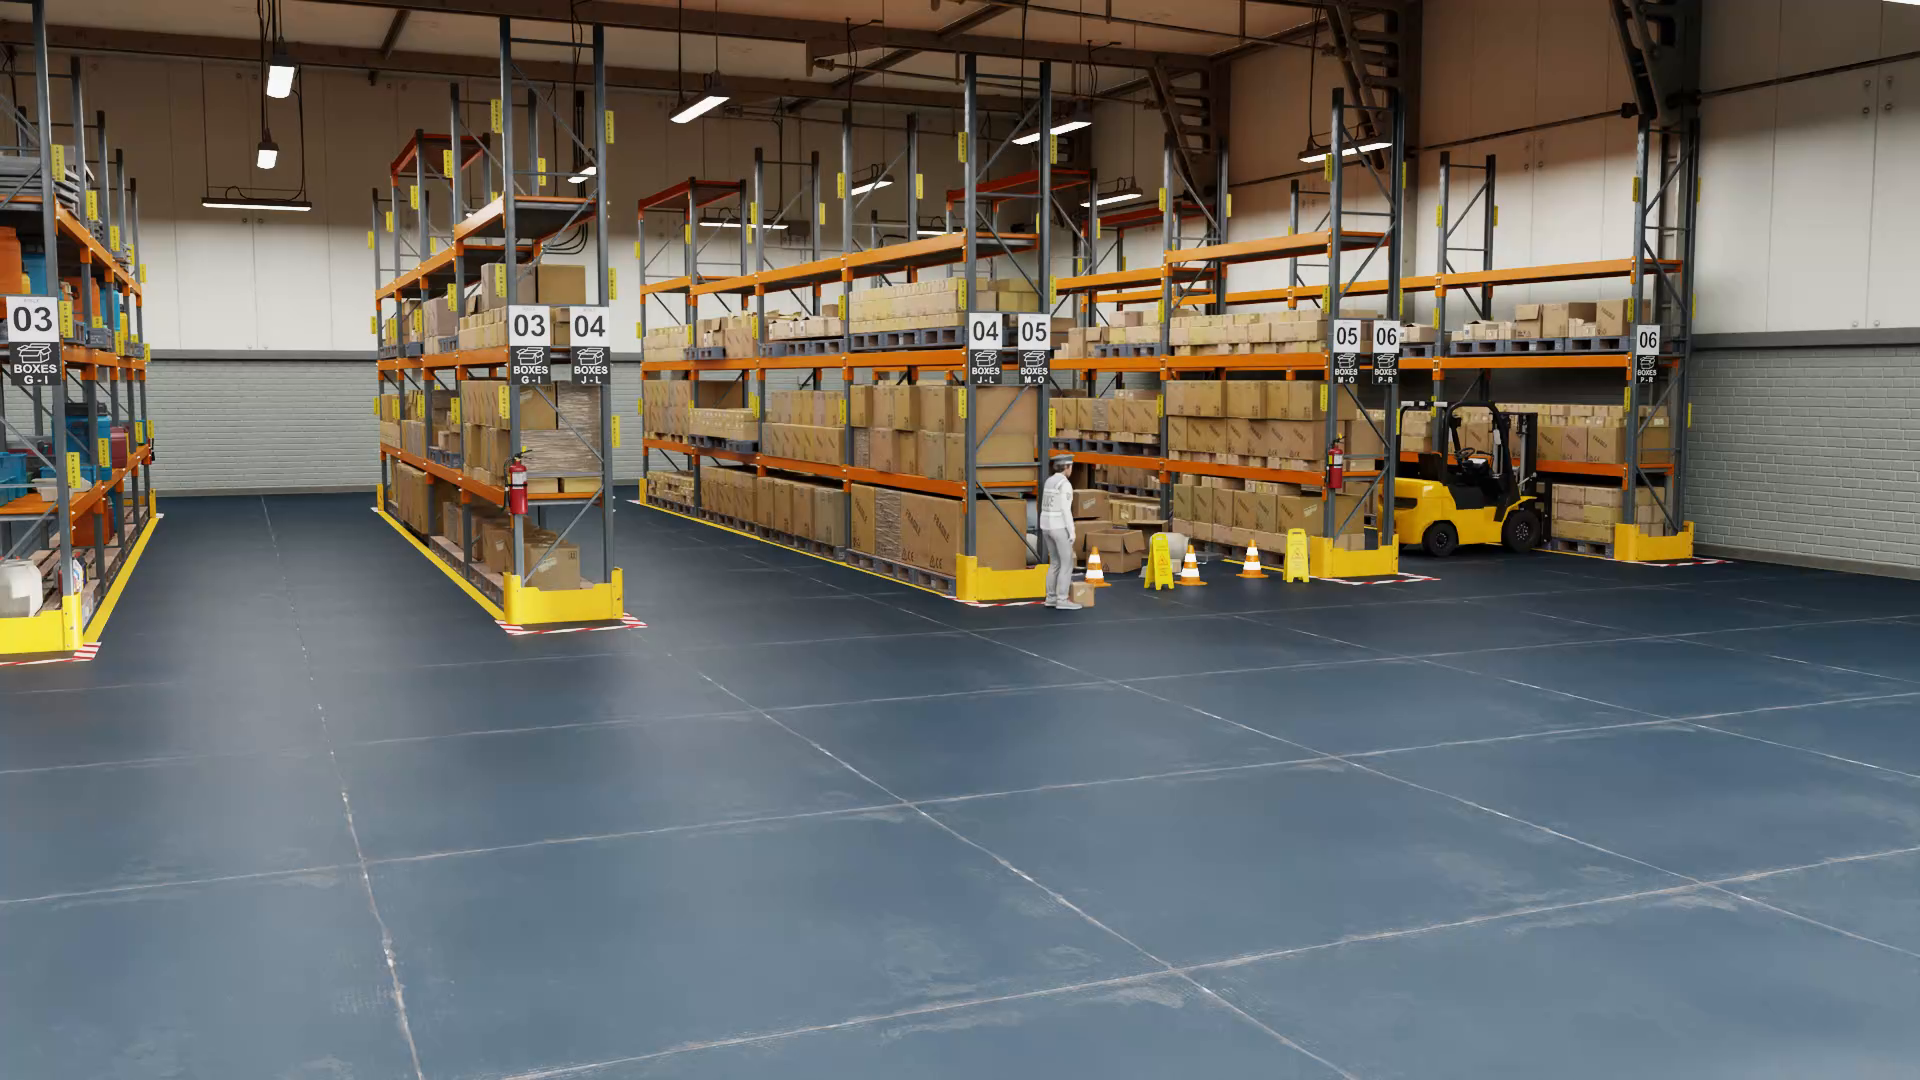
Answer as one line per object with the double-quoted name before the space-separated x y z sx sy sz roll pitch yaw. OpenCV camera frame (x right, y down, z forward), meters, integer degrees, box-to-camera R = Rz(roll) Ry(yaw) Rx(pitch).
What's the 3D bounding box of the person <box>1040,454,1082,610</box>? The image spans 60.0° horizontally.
"person" 1.071 -0.095 17.975 0.372 1.662 0.523 -3 6 -26
